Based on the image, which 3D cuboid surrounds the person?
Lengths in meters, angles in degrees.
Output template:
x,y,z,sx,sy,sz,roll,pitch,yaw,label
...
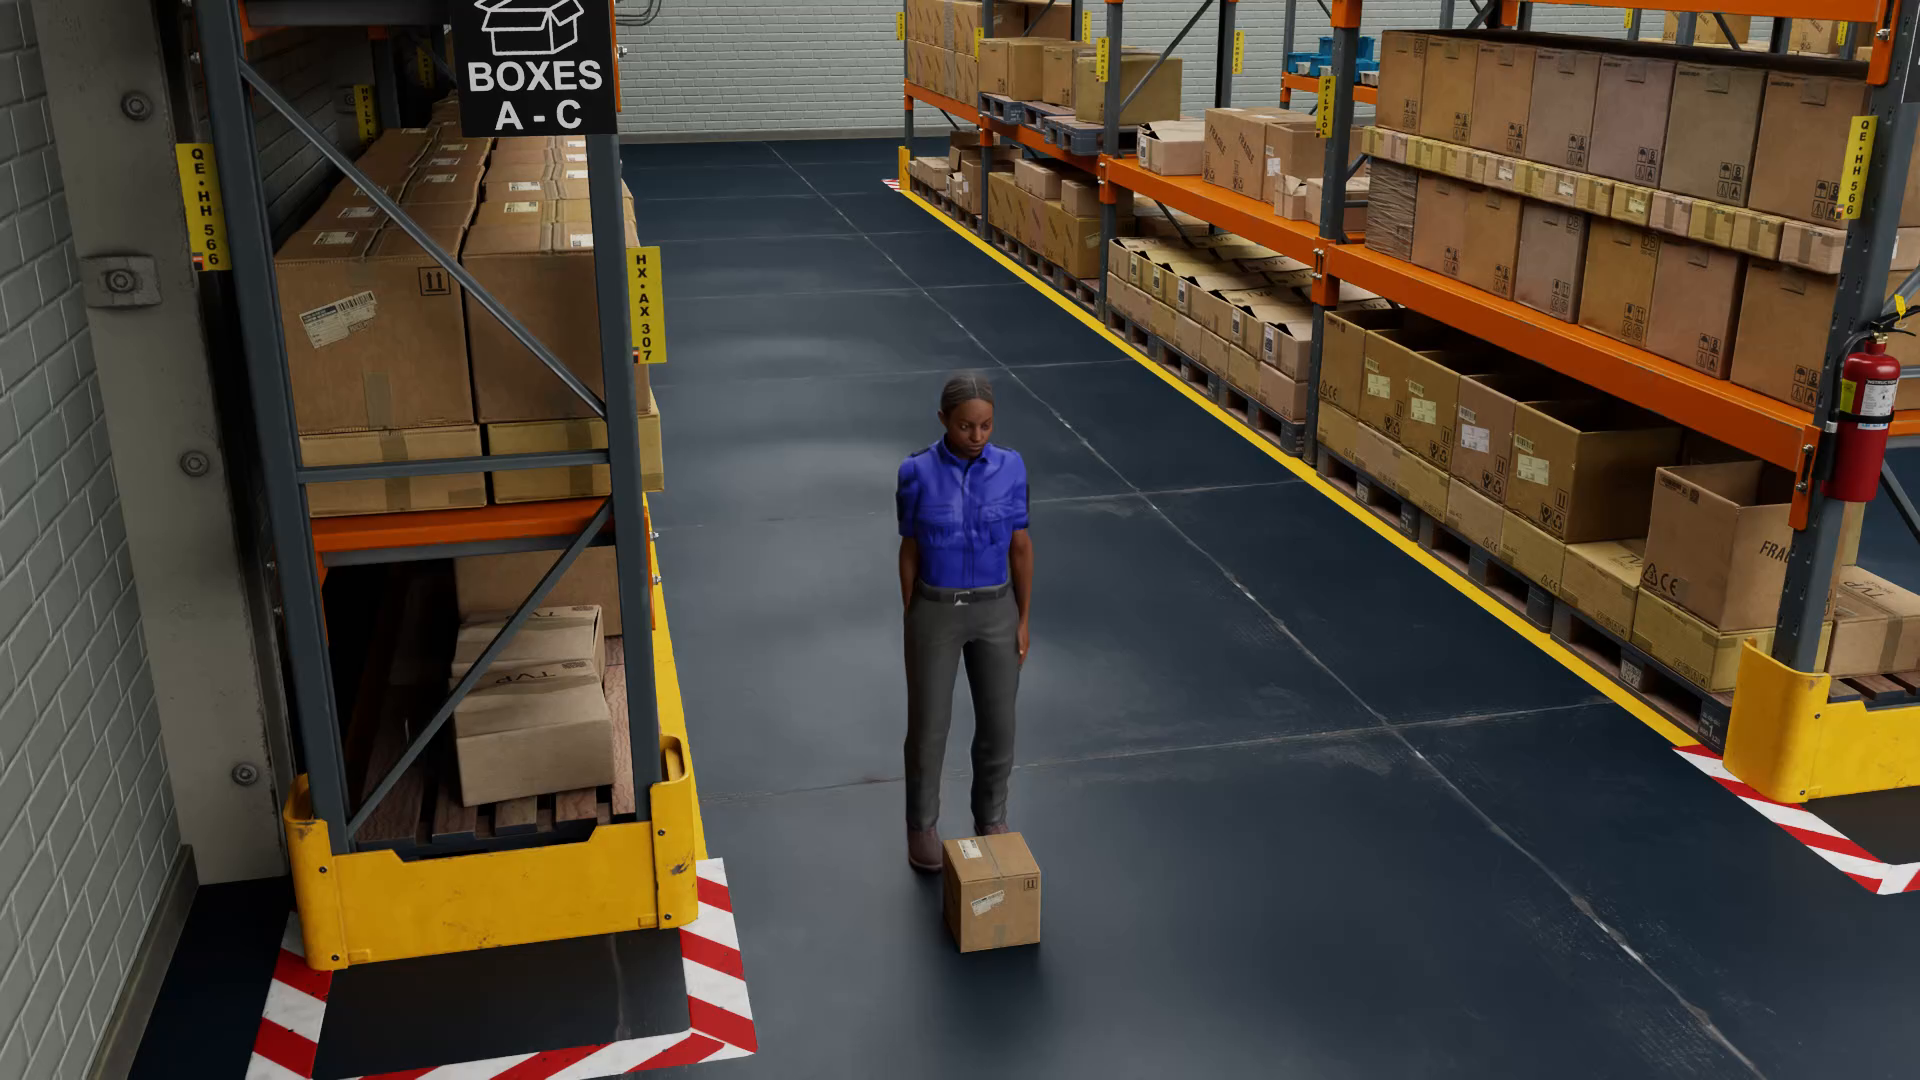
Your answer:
x,y,z,sx,sy,sz,roll,pitch,yaw,label
0.022,0.266,5.352,0.438,1.655,0.301,-3,20,-9,person
